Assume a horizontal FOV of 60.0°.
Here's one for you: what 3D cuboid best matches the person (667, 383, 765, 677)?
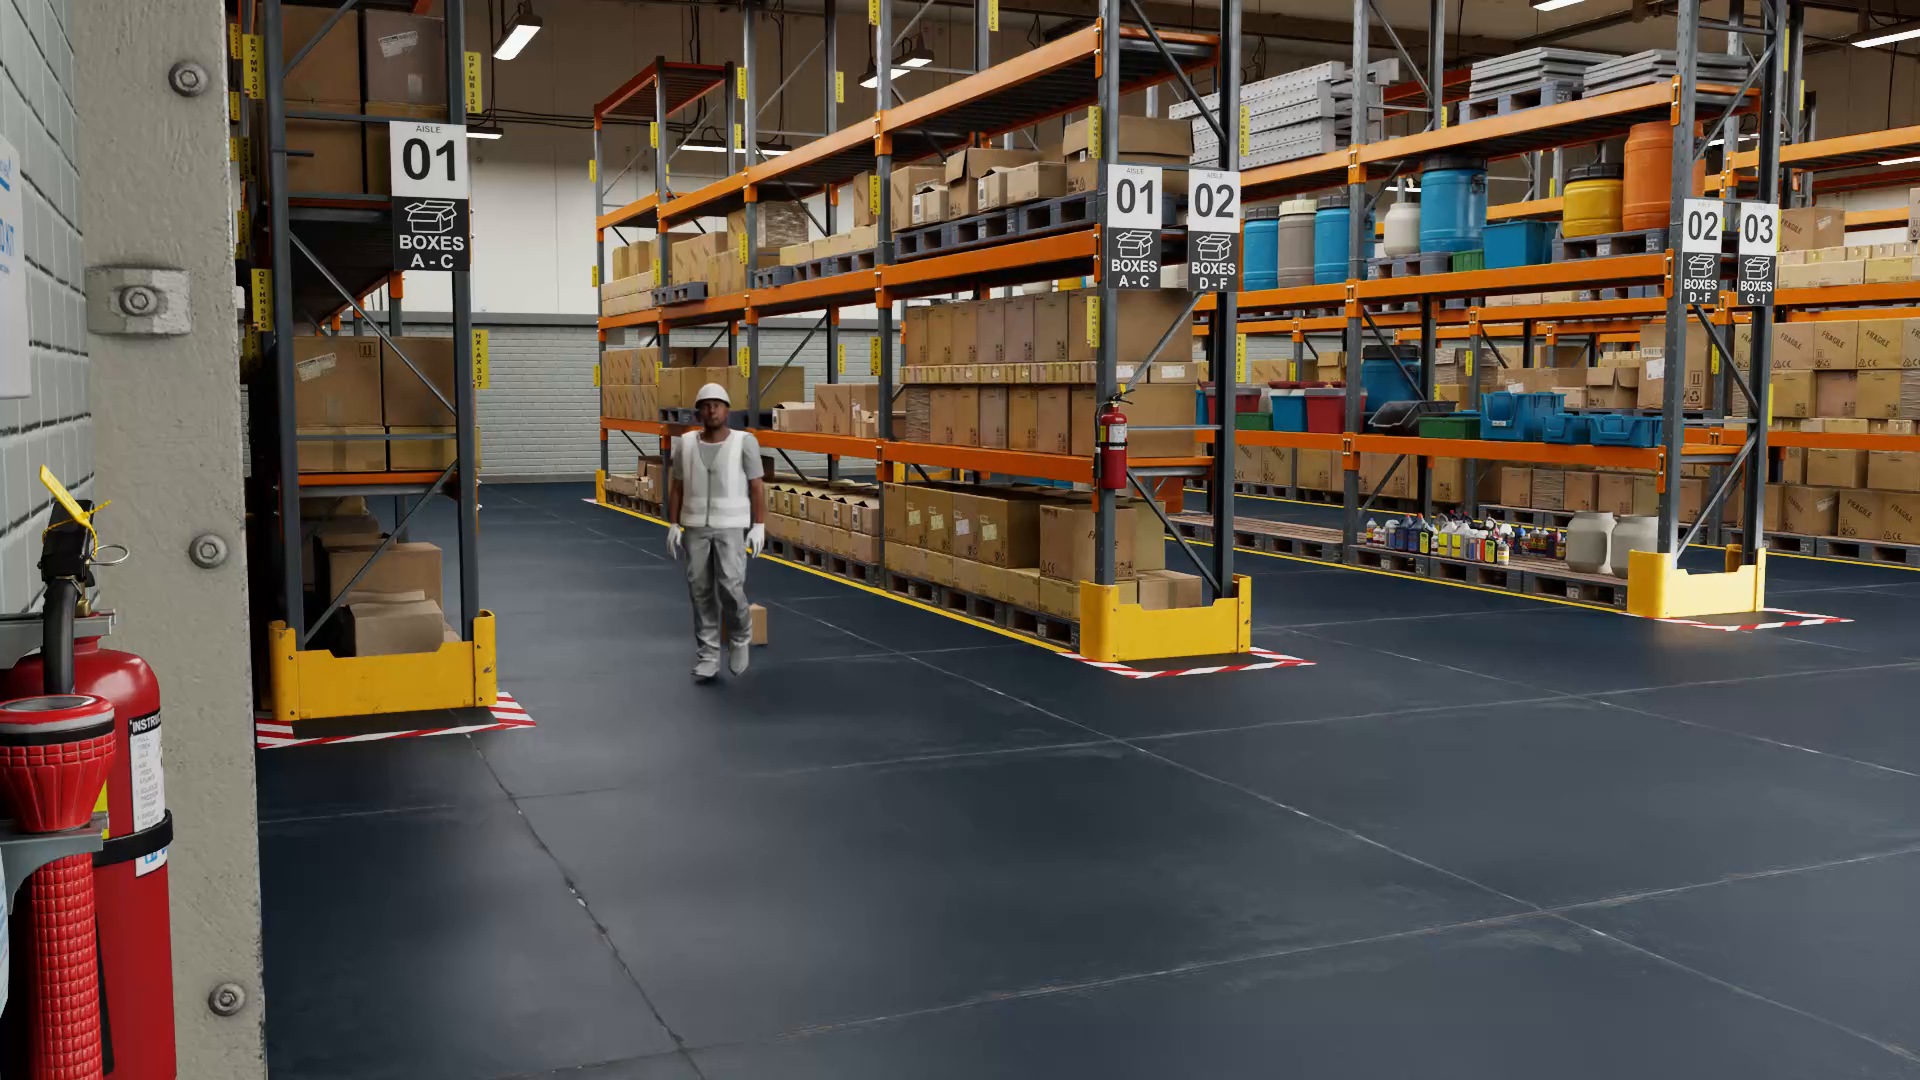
[{"bbox_3d":[-1.472,-0.053,10.061,0.567,1.789,0.477,1,5,8],"label":"person"}]
